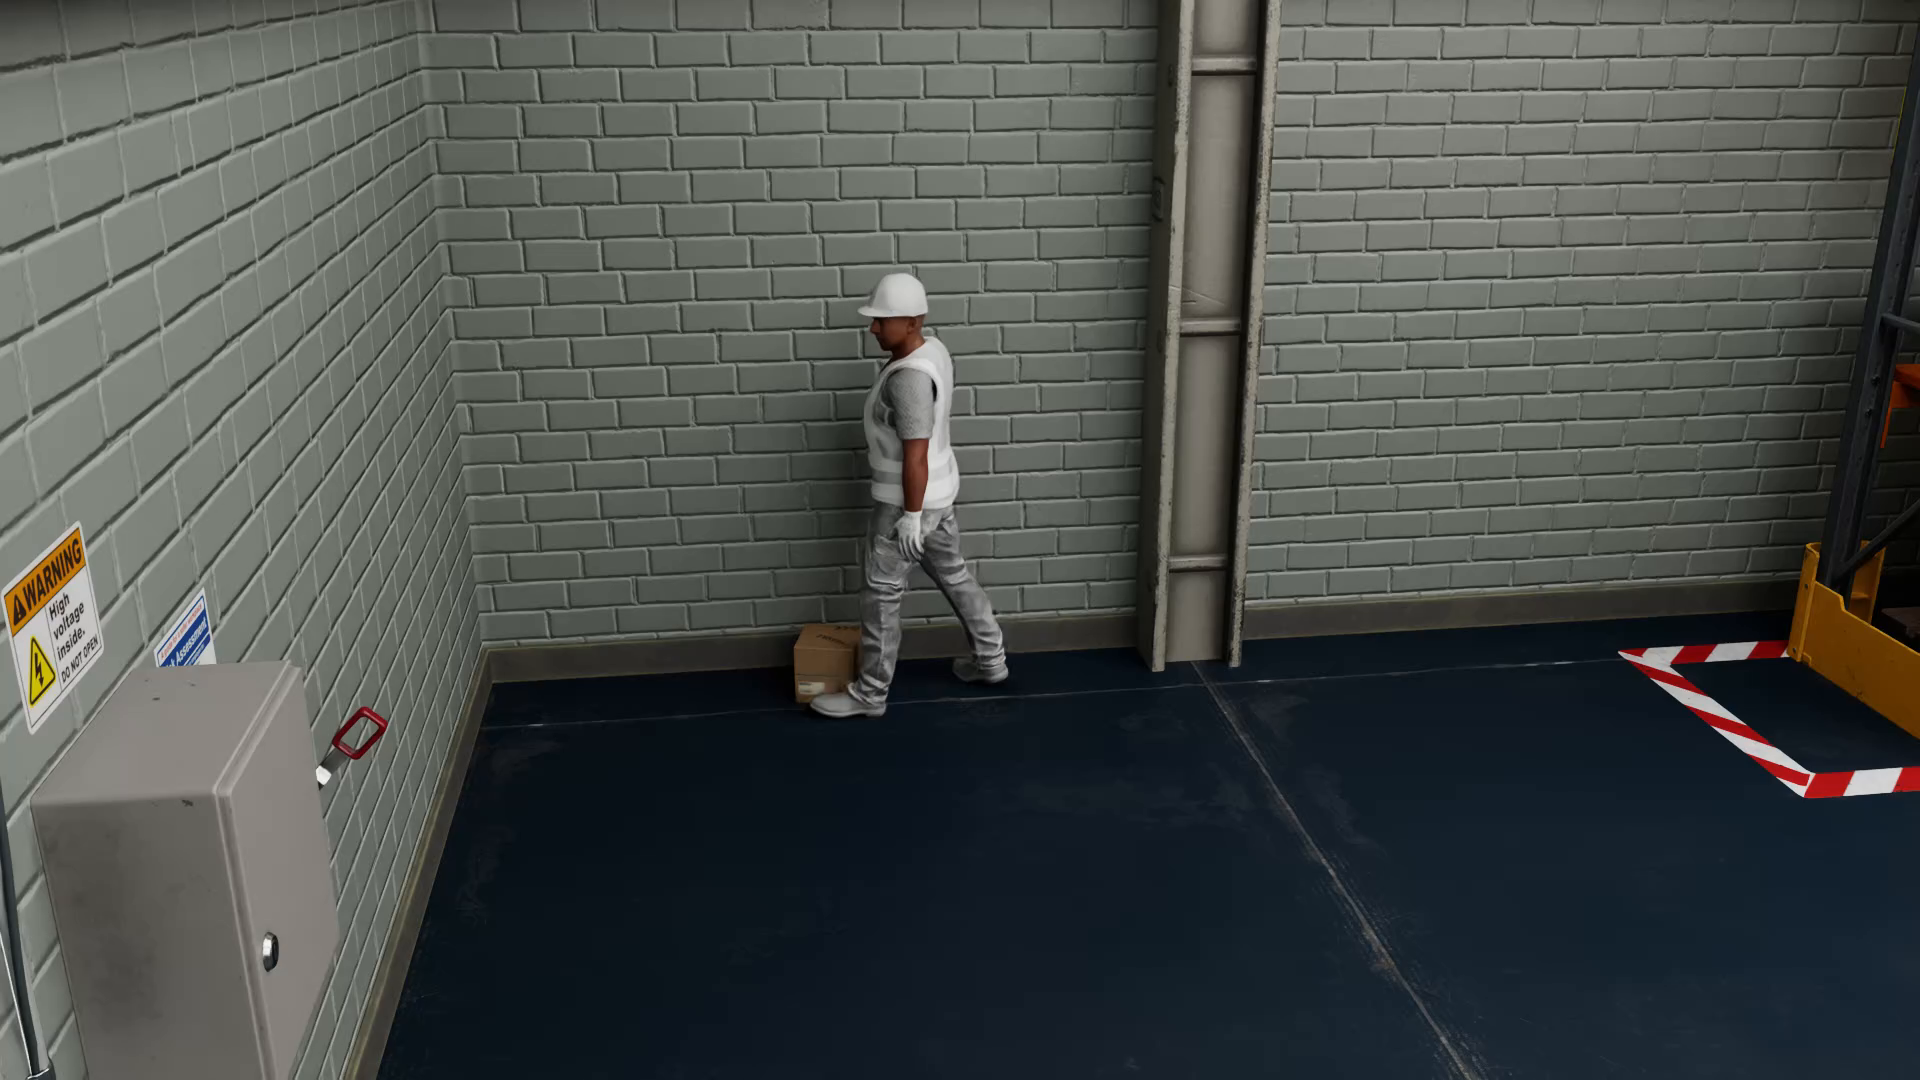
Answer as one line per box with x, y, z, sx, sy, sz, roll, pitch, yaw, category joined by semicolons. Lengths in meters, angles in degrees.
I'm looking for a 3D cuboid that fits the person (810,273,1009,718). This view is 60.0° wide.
-0.195;-0.181;6.568;0.759;1.771;0.641;3;20;9;person
